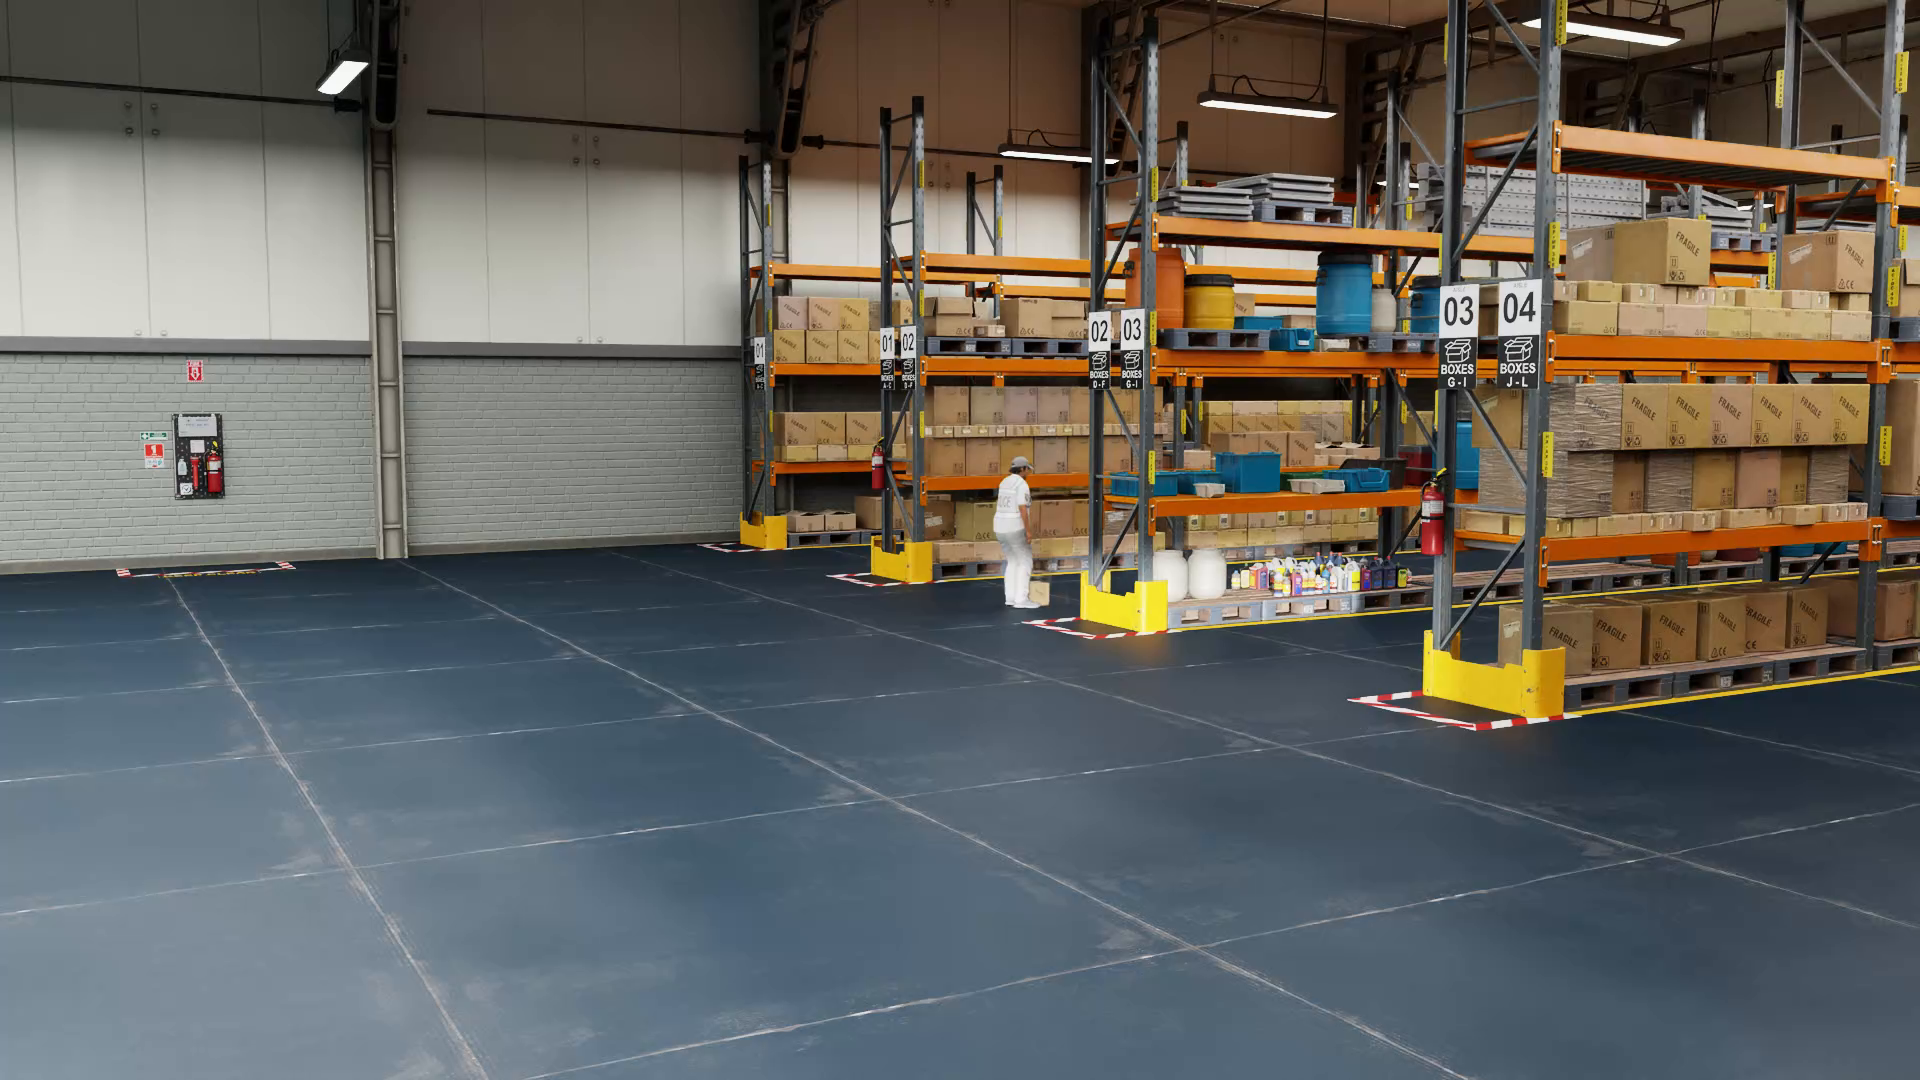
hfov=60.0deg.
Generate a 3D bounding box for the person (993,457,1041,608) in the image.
[{"bbox_3d":[0.637,-0.091,18.490,0.470,1.664,0.549,-3,6,-31],"label":"person"}]
